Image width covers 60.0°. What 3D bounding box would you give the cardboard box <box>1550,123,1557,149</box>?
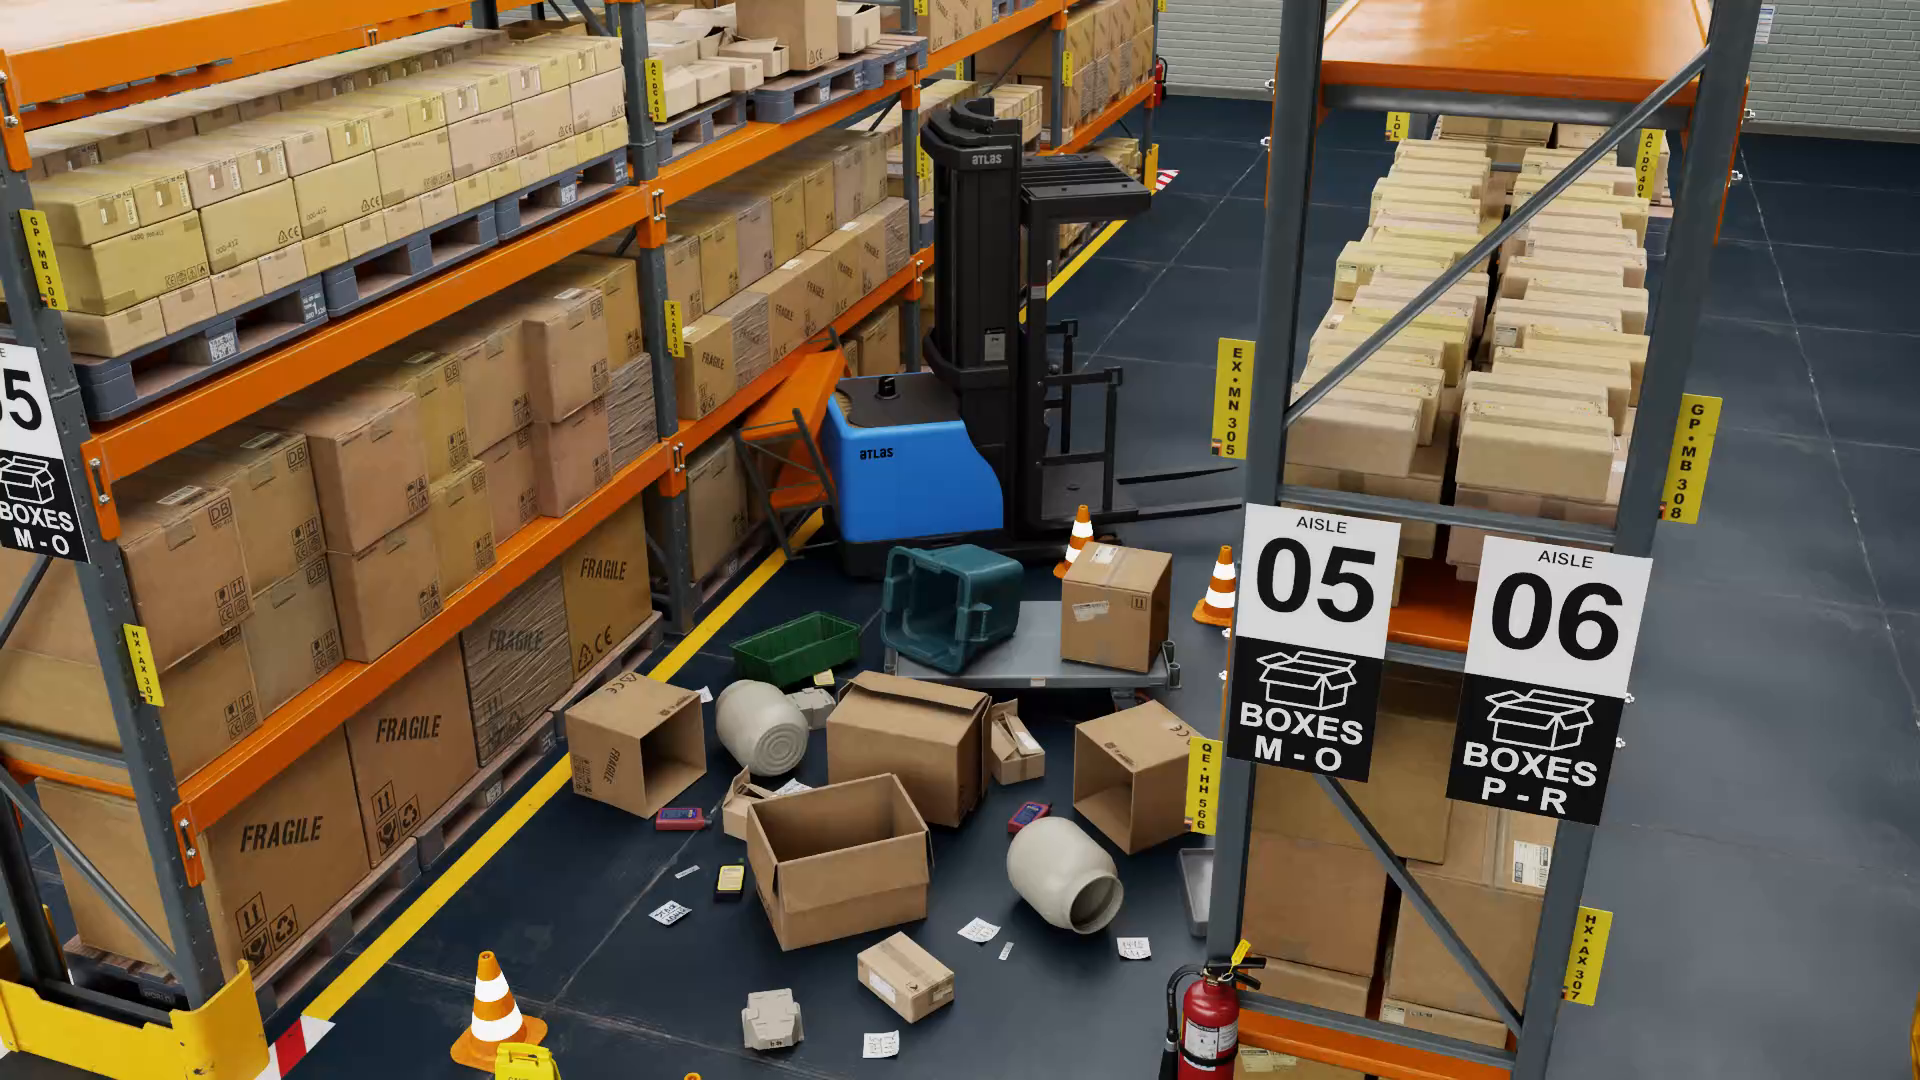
[{"bbox_3d":[3.448,-2.244,8.914,0.500,0.250,0.500,8,27,17],"label":"cardboard box"}]

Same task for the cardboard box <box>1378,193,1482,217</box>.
[{"bbox_3d":[1.845,-1.254,6.552,0.380,0.149,0.250,8,27,16],"label":"cardboard box"}]

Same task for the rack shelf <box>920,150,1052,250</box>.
[{"bbox_3d":[-0.144,-3.110,14.974,0.919,0.052,3.809,9,27,17],"label":"rack shelf"}]

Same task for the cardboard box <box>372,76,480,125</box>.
[{"bbox_3d":[-2.382,-1.963,7.420,0.380,0.149,0.250,8,27,17],"label":"cardboard box"}]

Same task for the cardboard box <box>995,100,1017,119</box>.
[{"bbox_3d":[0.308,-3.962,15.338,0.380,0.149,0.250,9,27,17],"label":"cardboard box"}]

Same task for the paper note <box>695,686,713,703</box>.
[{"bbox_3d":[-1.510,0.896,9.588,0.147,0.020,0.142,-9,27,-18],"label":"paper note"}]

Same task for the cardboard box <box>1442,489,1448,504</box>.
[{"bbox_3d":[1.404,-0.258,5.410,0.380,0.149,0.250,9,27,18],"label":"cardboard box"}]

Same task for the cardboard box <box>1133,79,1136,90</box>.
[{"bbox_3d":[1.823,-5.289,19.244,0.380,0.149,0.250,8,27,17],"label":"cardboard box"}]

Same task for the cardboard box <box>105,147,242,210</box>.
[{"bbox_3d":[-2.891,-1.333,6.120,0.380,0.149,0.250,8,27,17],"label":"cardboard box"}]

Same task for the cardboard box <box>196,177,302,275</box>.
[{"bbox_3d":[-2.901,-1.225,6.353,0.500,0.250,0.500,8,27,17],"label":"cardboard box"}]

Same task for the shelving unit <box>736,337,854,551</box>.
[{"bbox_3d":[-1.003,-0.652,11.202,0.538,0.981,1.030,-9,35,18],"label":"shelving unit"}]

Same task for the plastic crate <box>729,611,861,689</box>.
[{"bbox_3d":[-0.963,0.653,9.843,0.662,0.188,0.450,-20,23,-36],"label":"plastic crate"}]

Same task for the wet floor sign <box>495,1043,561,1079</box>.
[{"bbox_3d":[-1.614,2.154,6.283,0.267,0.644,0.232,4,26,8],"label":"wet floor sign"}]

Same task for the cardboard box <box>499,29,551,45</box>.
[{"bbox_3d":[-4.566,-4.849,16.780,0.797,0.503,0.637,9,27,18],"label":"cardboard box"}]

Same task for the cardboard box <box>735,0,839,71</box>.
[{"bbox_3d":[-1.124,-3.366,10.830,0.500,0.500,0.500,9,27,17],"label":"cardboard box"}]

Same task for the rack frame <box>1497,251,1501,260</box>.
[{"bbox_3d":[2.561,-0.172,8.386,1.000,3.000,0.127,9,27,17],"label":"rack frame"}]

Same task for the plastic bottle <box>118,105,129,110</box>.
[{"bbox_3d":[-9.064,-4.744,17.963,0.061,0.283,0.133,9,27,17],"label":"plastic bottle"}]

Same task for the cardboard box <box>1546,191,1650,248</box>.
[{"bbox_3d":[2.514,-1.268,6.582,0.380,0.149,0.250,10,27,19],"label":"cardboard box"}]

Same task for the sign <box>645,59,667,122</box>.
[{"bbox_3d":[-1.617,-2.387,8.834,0.100,0.325,0.005,9,27,17],"label":"sign"}]

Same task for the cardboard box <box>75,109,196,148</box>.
[{"bbox_3d":[-3.341,-1.639,6.750,0.380,0.149,0.250,9,27,18],"label":"cardboard box"}]

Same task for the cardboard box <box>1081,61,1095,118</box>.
[{"bbox_3d":[1.082,-4.686,17.253,0.500,0.500,0.500,9,27,17],"label":"cardboard box"}]

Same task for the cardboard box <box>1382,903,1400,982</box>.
[{"bbox_3d":[1.609,1.370,5.491,0.380,0.149,0.250,9,27,18],"label":"cardboard box"}]

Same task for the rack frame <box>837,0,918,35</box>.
[{"bbox_3d":[-0.810,-5.192,11.871,1.000,3.000,0.127,9,27,17],"label":"rack frame"}]

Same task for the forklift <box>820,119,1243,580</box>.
[{"bbox_3d":[0.608,-1.342,10.983,3.031,2.843,1.129,-6,26,-12],"label":"forklift"}]

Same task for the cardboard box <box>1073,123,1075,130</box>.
[{"bbox_3d":[0.979,-4.326,17.254,0.380,0.149,0.250,8,27,15],"label":"cardboard box"}]

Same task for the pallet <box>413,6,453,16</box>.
[{"bbox_3d":[-5.289,-4.790,14.699,1.213,0.211,1.003,10,28,20],"label":"pallet"}]

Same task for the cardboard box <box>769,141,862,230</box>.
[{"bbox_3d":[-1.135,-2.596,12.131,0.700,0.500,0.500,8,27,17],"label":"cardboard box"}]

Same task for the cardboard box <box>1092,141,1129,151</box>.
[{"bbox_3d":[1.778,-4.604,19.647,0.380,0.149,0.250,9,27,18],"label":"cardboard box"}]

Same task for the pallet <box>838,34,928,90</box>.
[{"bbox_3d":[-0.974,-3.485,12.003,1.213,0.211,1.003,10,28,20],"label":"pallet"}]

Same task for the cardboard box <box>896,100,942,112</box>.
[{"bbox_3d":[-0.388,-3.956,15.326,0.380,0.149,0.250,9,27,17],"label":"cardboard box"}]

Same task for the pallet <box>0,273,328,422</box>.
[{"bbox_3d":[-3.235,-0.821,6.386,1.003,0.211,1.213,9,27,17],"label":"pallet"}]

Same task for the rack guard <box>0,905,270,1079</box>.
[{"bbox_3d":[-3.480,1.931,6.912,1.175,0.500,0.348,9,27,17],"label":"rack guard"}]

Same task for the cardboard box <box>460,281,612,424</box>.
[{"bbox_3d":[-2.369,-1.012,8.711,0.875,0.550,0.550,9,27,17],"label":"cardboard box"}]

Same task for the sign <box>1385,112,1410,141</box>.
[{"bbox_3d":[2.036,-2.011,7.697,0.100,0.325,0.005,9,27,17],"label":"sign"}]

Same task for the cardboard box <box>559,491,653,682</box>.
[{"bbox_3d":[-2.416,0.168,9.642,0.875,0.875,0.875,9,27,18],"label":"cardboard box"}]

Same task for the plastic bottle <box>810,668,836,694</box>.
[{"bbox_3d":[-0.809,0.807,9.737,0.133,0.061,0.283,-5,26,-9],"label":"plastic bottle"}]

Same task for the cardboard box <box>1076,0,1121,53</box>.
[{"bbox_3d":[1.429,-5.543,17.877,0.500,0.500,0.500,8,27,16],"label":"cardboard box"}]

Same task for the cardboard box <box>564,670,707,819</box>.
[{"bbox_3d":[-1.689,1.063,8.702,0.500,0.500,0.500,14,29,26],"label":"cardboard box"}]

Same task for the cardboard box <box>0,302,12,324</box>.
[{"bbox_3d":[-3.681,-0.861,6.059,0.380,0.149,0.250,9,27,17],"label":"cardboard box"}]

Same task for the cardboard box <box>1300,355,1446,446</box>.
[{"bbox_3d":[1.186,-0.406,4.801,0.380,0.149,0.250,9,27,18],"label":"cardboard box"}]

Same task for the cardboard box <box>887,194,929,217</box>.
[{"bbox_3d":[-0.470,-2.722,13.461,0.380,0.149,0.250,8,27,17],"label":"cardboard box"}]

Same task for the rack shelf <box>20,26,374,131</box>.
[{"bbox_3d":[-6.119,-3.457,12.555,1.077,0.370,4.000,9,27,17],"label":"rack shelf"}]

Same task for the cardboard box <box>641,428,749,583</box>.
[{"bbox_3d":[-2.019,-0.293,10.736,1.050,0.750,0.750,9,27,17],"label":"cardboard box"}]

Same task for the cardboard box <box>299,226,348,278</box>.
[{"bbox_3d":[-2.720,-1.185,6.728,0.380,0.149,0.250,9,27,18],"label":"cardboard box"}]

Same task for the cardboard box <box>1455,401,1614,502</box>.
[{"bbox_3d":[1.540,-0.240,4.459,0.380,0.149,0.250,9,27,17],"label":"cardboard box"}]

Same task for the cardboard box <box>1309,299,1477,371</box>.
[{"bbox_3d":[1.483,-0.614,5.689,0.500,0.250,0.500,10,27,19],"label":"cardboard box"}]

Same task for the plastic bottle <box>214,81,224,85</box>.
[{"bbox_3d":[-8.619,-5.350,19.224,0.152,0.276,0.135,9,27,17],"label":"plastic bottle"}]

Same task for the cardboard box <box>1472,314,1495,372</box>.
[{"bbox_3d":[1.974,-0.534,5.523,0.500,0.250,0.500,10,27,19],"label":"cardboard box"}]
